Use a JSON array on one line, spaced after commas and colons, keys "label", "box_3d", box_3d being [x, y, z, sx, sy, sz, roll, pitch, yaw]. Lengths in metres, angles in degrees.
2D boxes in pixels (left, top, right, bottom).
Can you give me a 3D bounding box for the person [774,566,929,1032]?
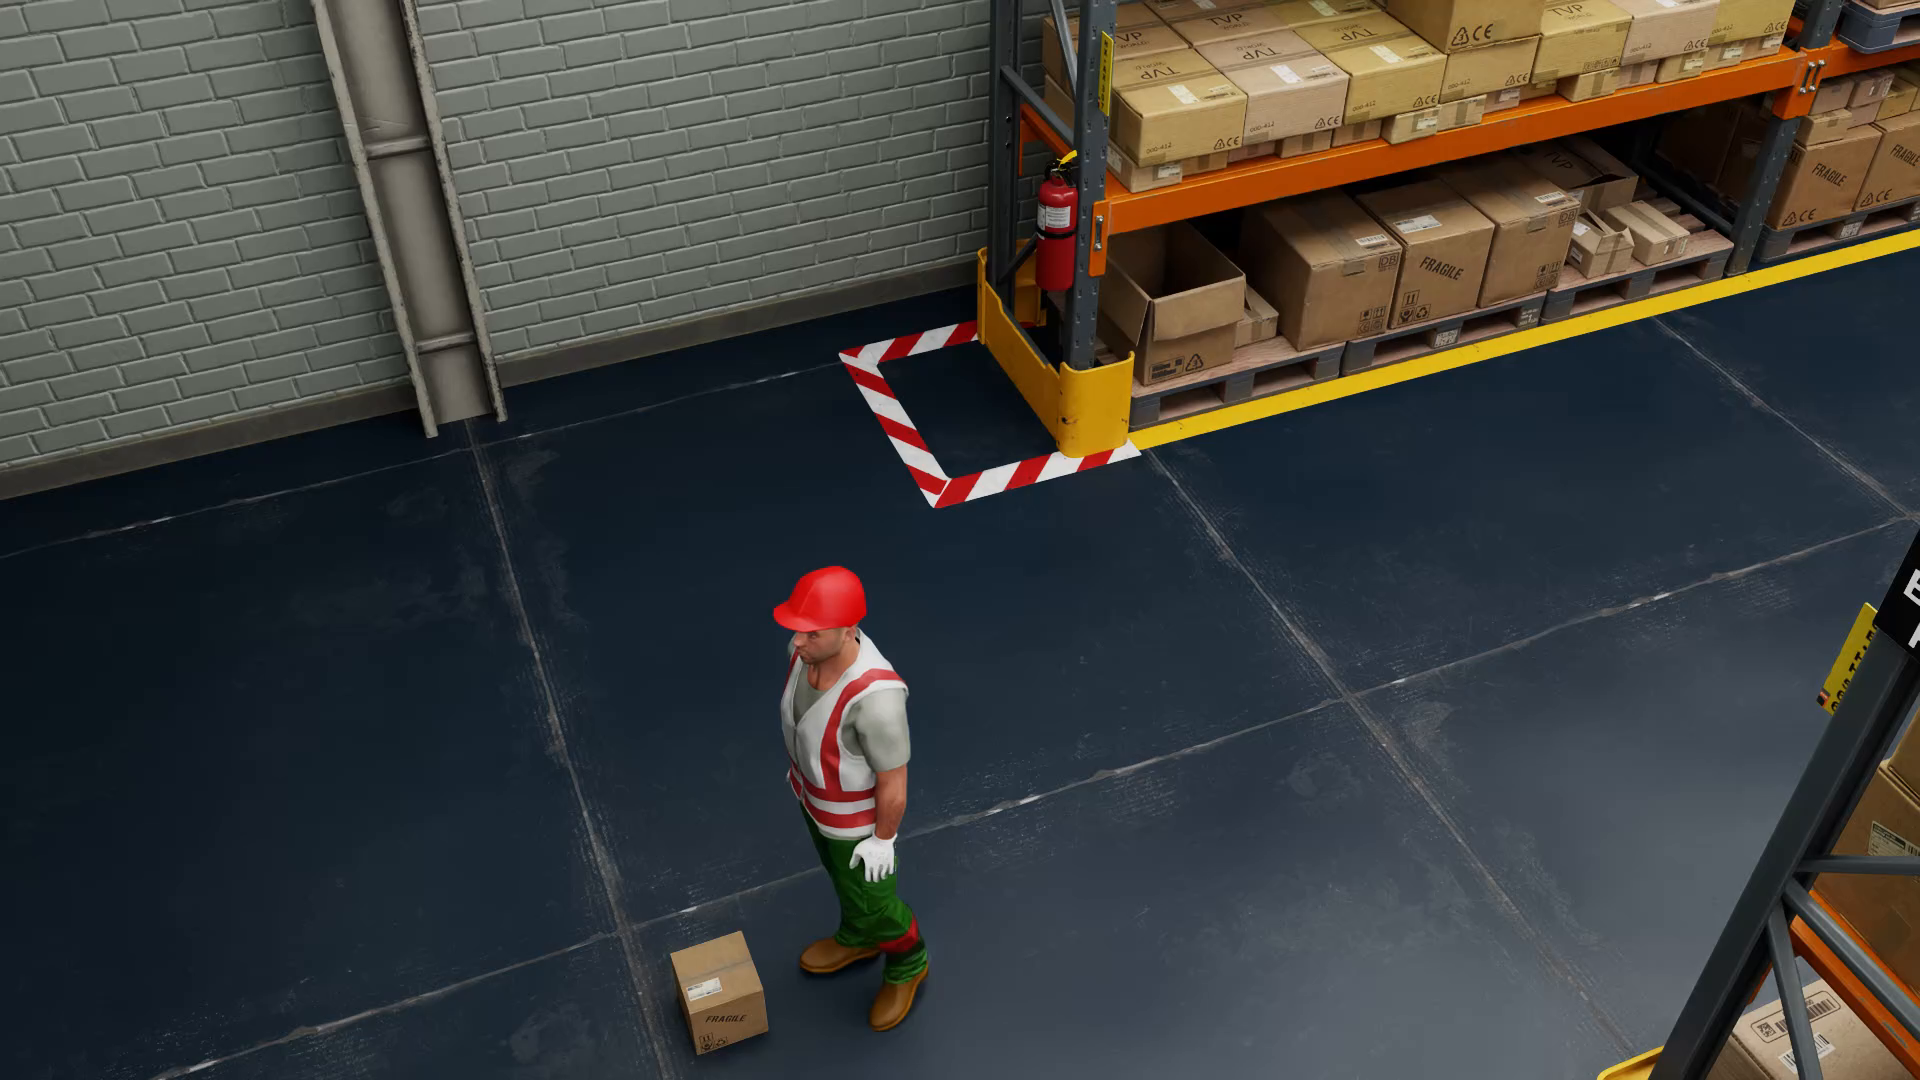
[{"label": "person", "box_3d": [-0.355, 0.803, 5.209, 0.380, 1.821, 0.595, -21, 46, -22]}]
